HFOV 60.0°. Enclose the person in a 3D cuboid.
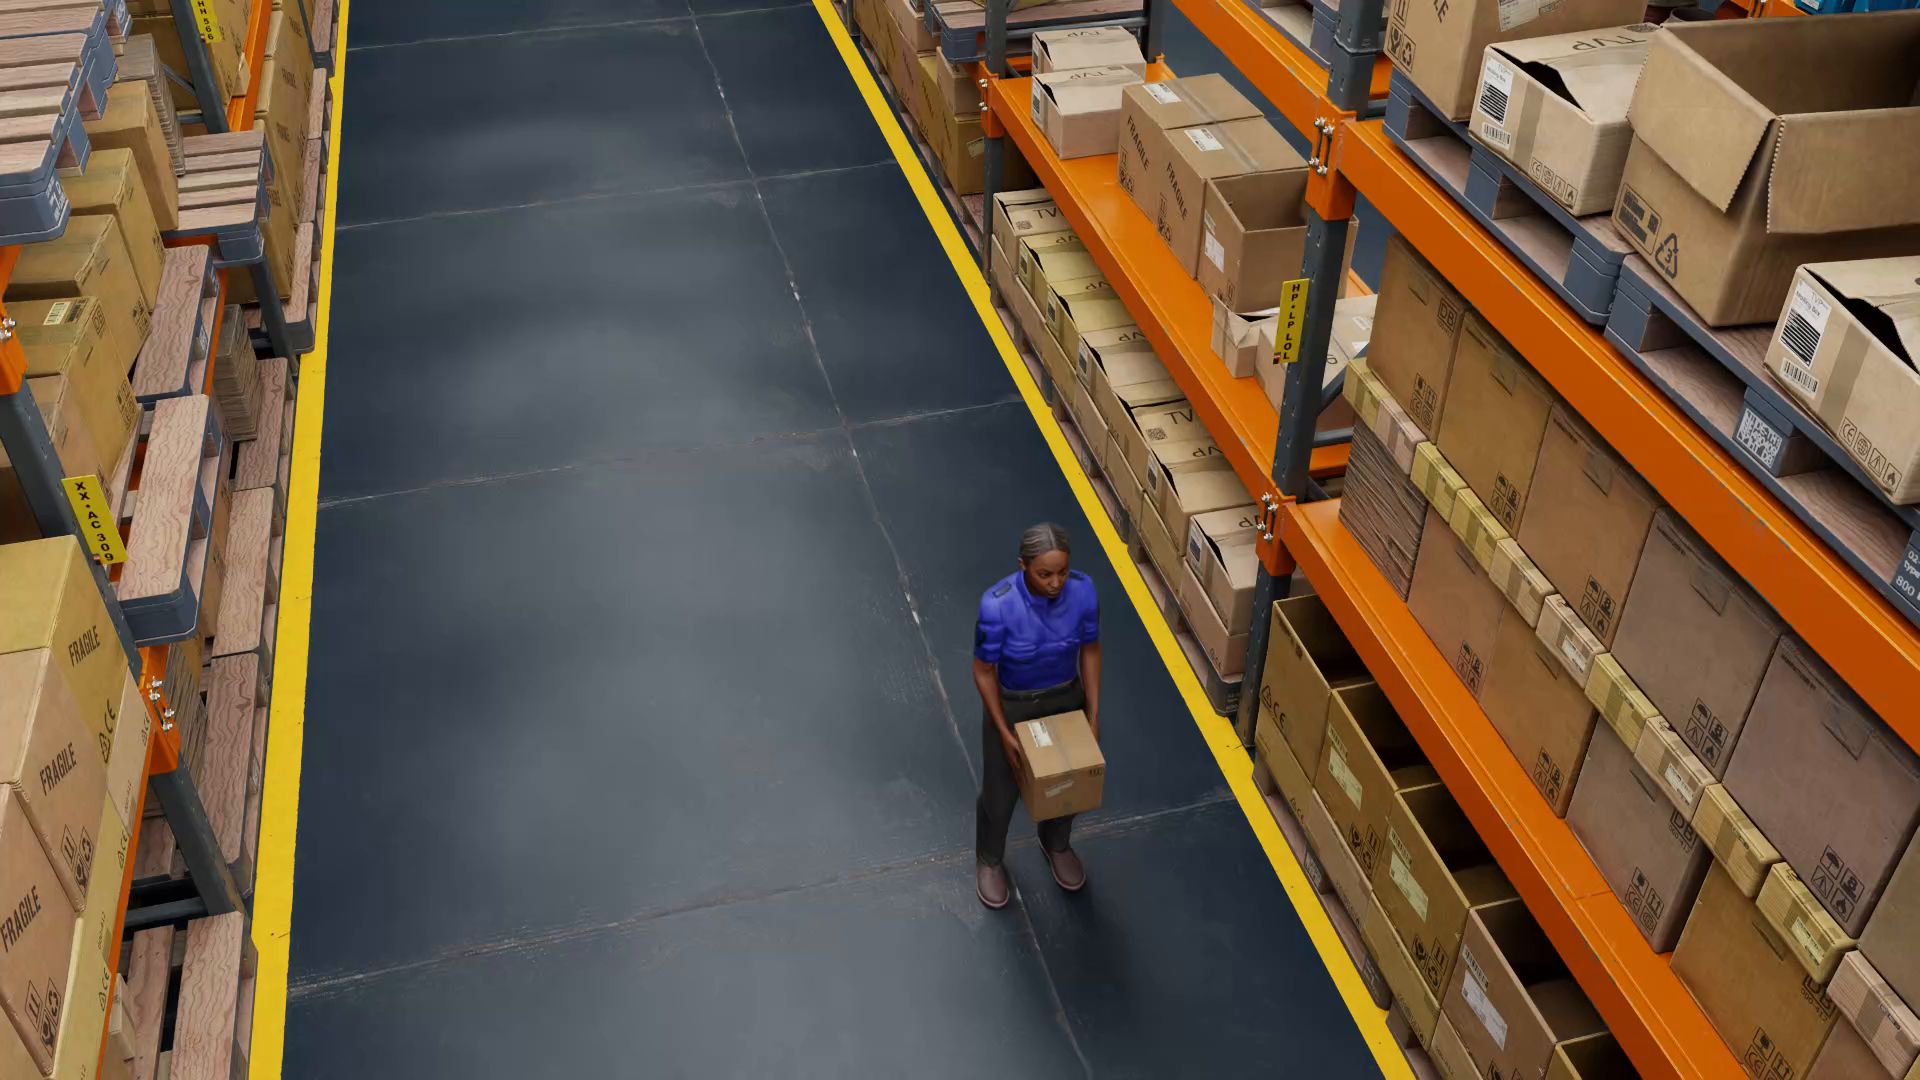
[{"bbox_3d":[0.283,0.633,5.913,0.478,1.663,0.405,-10,40,-12],"label":"person"}]
